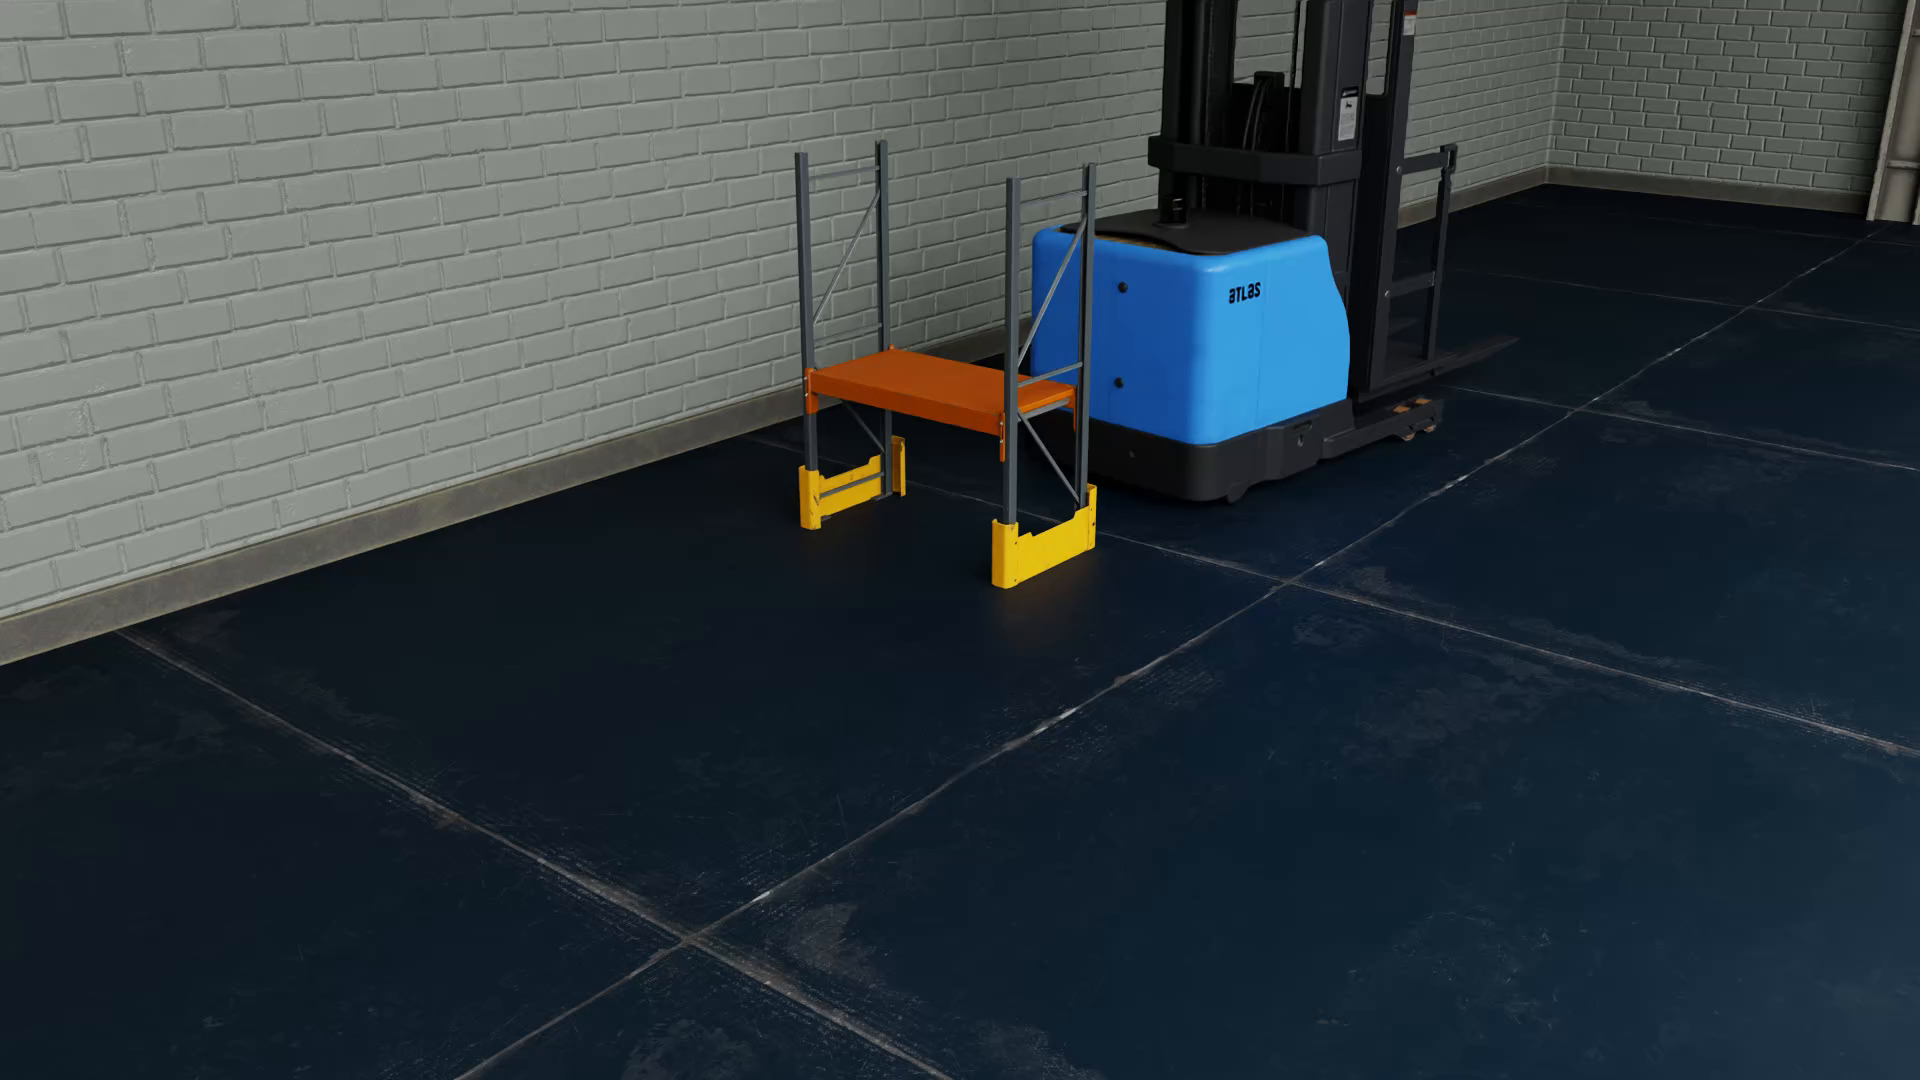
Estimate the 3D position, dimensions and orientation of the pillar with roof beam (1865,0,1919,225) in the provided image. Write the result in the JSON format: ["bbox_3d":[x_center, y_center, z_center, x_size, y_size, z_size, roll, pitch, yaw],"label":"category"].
[{"bbox_3d":[4.951,-5.658,8.918,0.400,9.000,9.100,16,26,36],"label":"pillar with roof beam"}]

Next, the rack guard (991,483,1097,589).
[{"bbox_3d":[0.327,-0.023,6.375,0.087,0.250,0.587,16,26,36],"label":"rack guard"}]

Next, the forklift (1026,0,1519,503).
[{"bbox_3d":[1.696,-1.957,7.703,3.031,2.935,1.130,-19,28,-41],"label":"forklift"}]

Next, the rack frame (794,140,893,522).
[{"bbox_3d":[-0.460,-0.834,6.755,0.032,1.500,0.500,16,26,36],"label":"rack frame"}]

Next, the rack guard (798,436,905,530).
[{"bbox_3d":[-0.445,-0.245,6.964,0.087,0.250,0.587,16,26,36],"label":"rack guard"}]

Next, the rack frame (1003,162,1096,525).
[{"bbox_3d":[0.328,-0.607,6.153,0.032,1.500,0.500,16,26,36],"label":"rack frame"}]

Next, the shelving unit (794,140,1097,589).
[{"bbox_3d":[-0.059,-0.719,6.449,1.083,1.500,0.587,16,26,36],"label":"shelving unit"}]

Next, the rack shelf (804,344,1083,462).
[{"bbox_3d":[-0.066,-0.552,6.517,1.000,0.185,0.538,16,26,36],"label":"rack shelf"}]
